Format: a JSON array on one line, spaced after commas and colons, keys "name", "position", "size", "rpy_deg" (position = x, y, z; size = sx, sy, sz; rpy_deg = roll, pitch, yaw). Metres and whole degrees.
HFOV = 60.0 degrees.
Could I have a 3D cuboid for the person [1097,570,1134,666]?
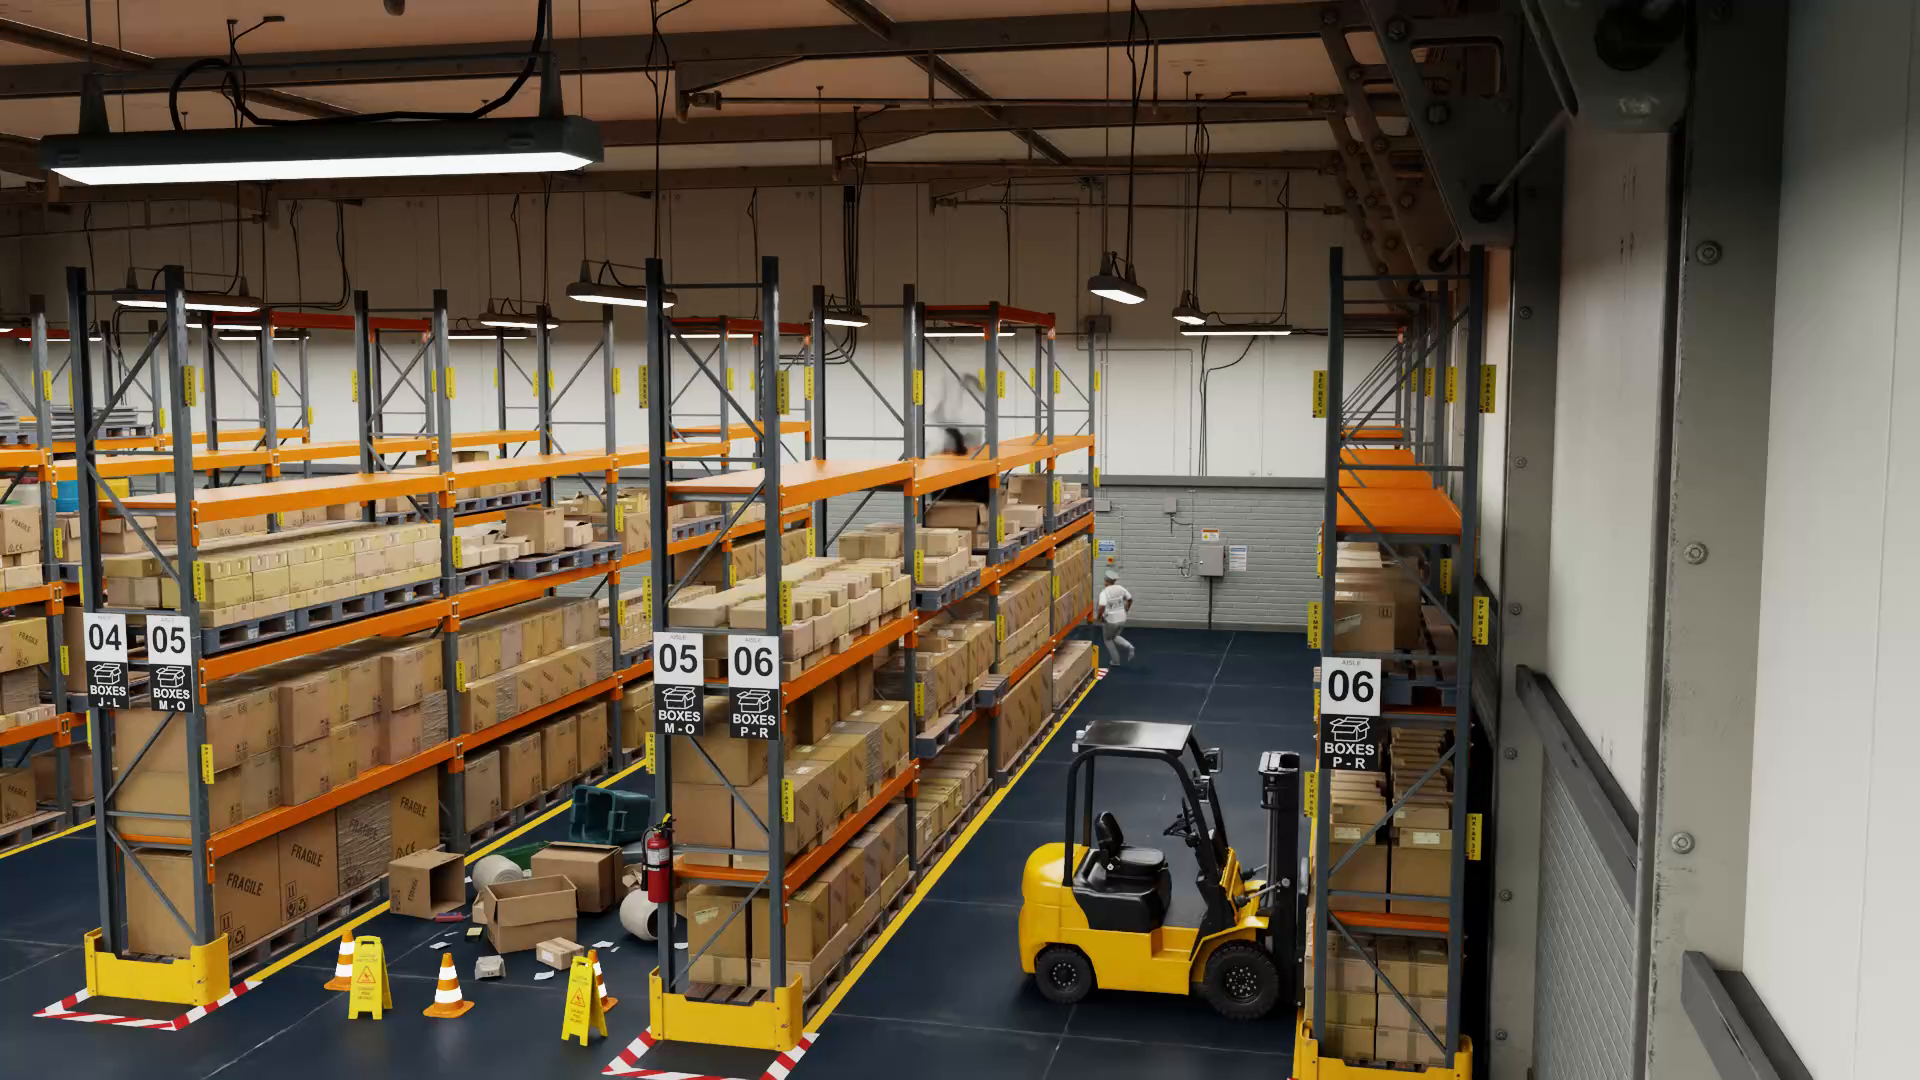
[{"name": "person", "position": [2.660, 1.379, 29.062], "size": [0.698, 1.710, 0.585], "rpy_deg": [-4, 7, -35]}]
